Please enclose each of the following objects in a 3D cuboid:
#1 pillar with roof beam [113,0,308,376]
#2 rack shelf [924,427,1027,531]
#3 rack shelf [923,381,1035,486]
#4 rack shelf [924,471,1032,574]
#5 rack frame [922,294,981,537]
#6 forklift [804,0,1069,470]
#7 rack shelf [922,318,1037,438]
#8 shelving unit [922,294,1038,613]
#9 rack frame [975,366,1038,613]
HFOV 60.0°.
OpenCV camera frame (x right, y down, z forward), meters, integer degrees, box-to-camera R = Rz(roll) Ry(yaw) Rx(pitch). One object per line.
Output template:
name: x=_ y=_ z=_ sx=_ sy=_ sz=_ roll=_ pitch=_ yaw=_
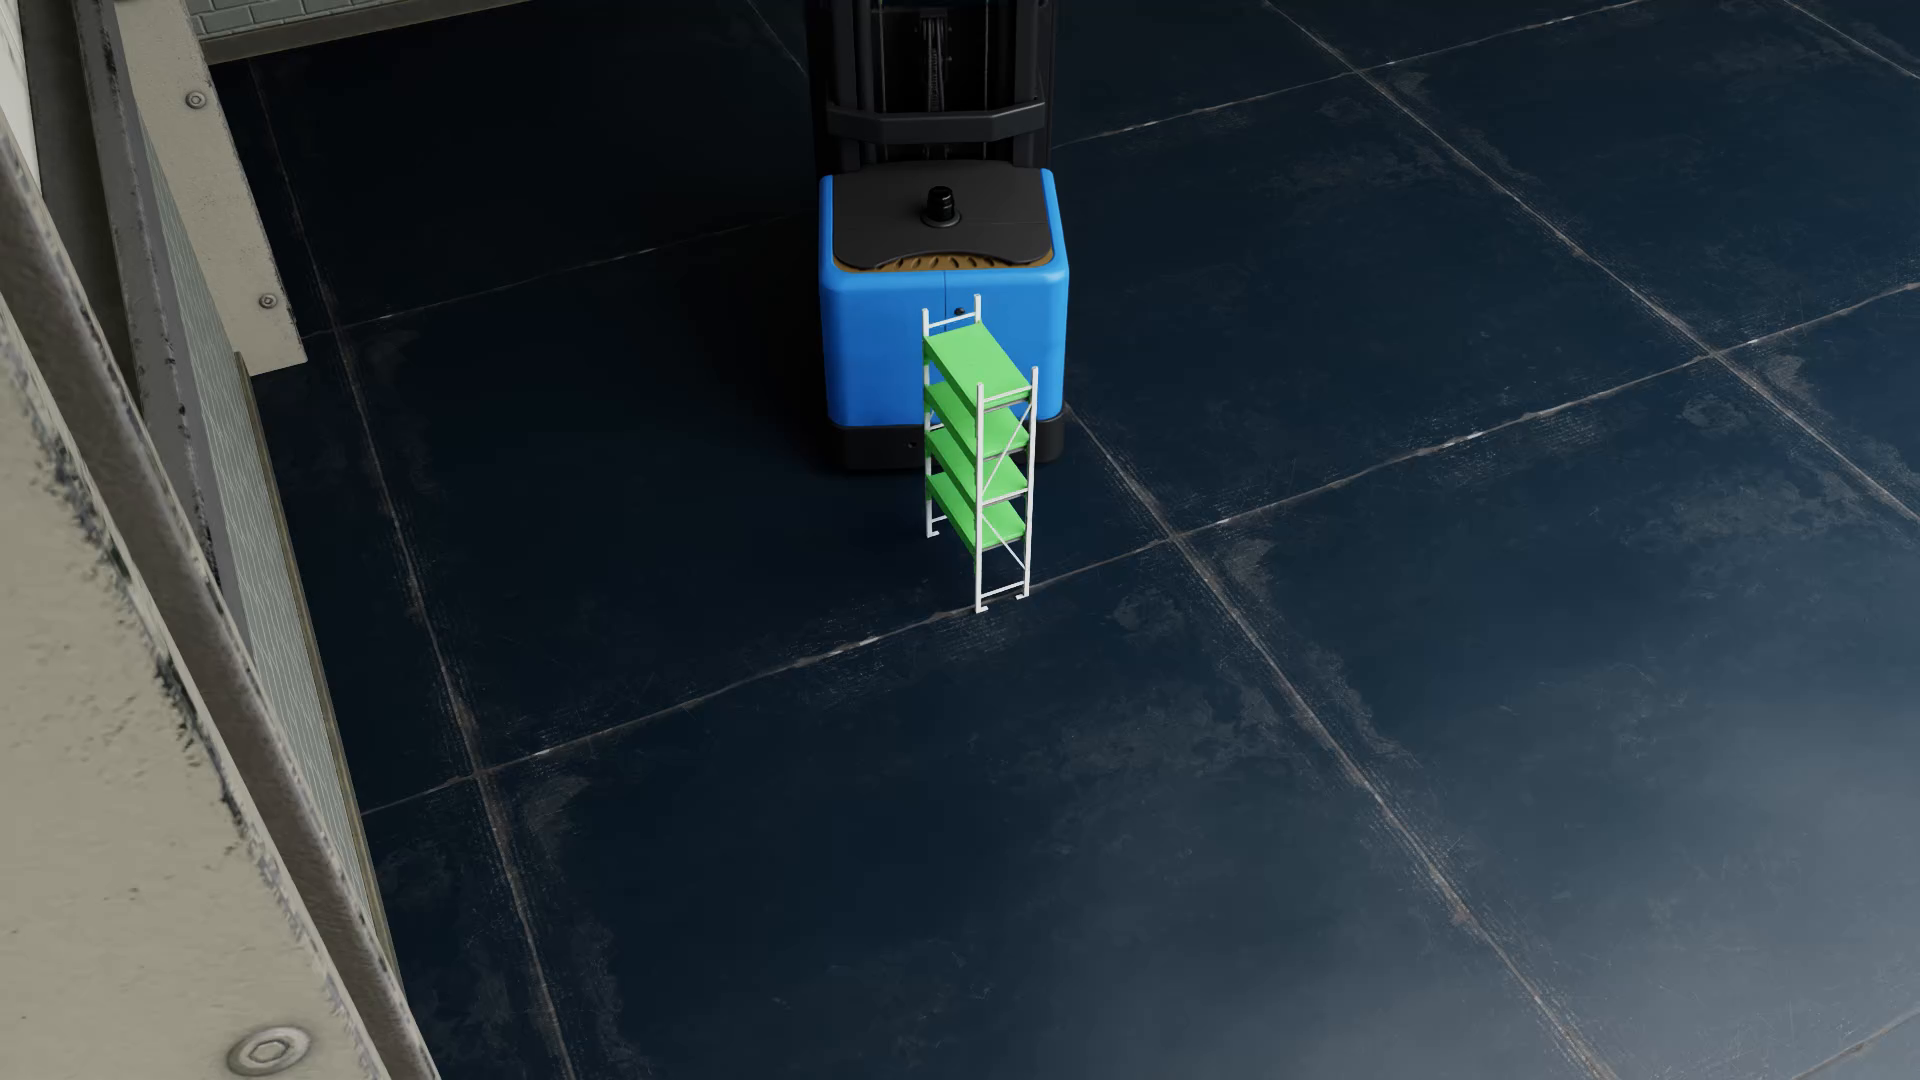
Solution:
pillar with roof beam: x=0.550 y=-5.414 z=6.199 sx=9.100 sy=9.000 sz=0.400 roll=-18 pitch=47 yaw=-17
rack shelf: x=0.070 y=-0.276 z=6.635 sx=0.258 sy=0.148 sz=0.480 roll=-18 pitch=47 yaw=-17
rack shelf: x=0.070 y=-0.447 z=6.467 sx=0.258 sy=0.148 sz=0.480 roll=-18 pitch=47 yaw=-17
rack shelf: x=0.070 y=-0.105 z=6.804 sx=0.258 sy=0.148 sz=0.480 roll=-18 pitch=47 yaw=-17
rack frame: x=-0.033 y=-0.477 z=6.748 sx=0.240 sy=1.200 sz=0.015 roll=-18 pitch=47 yaw=-17
forklift: x=-0.140 y=-2.378 z=7.442 sx=1.130 sy=2.935 sz=3.031 roll=-2 pitch=45 yaw=-2
rack shelf: x=0.070 y=-0.618 z=6.298 sx=0.258 sy=0.148 sz=0.480 roll=-18 pitch=47 yaw=-17
shelving unit: x=0.070 y=-0.322 z=6.591 sx=0.258 sy=1.200 sz=0.503 roll=-18 pitch=47 yaw=-17
rack frame: x=0.172 y=-0.166 z=6.433 sx=0.240 sy=1.200 sz=0.015 roll=-18 pitch=47 yaw=-17
